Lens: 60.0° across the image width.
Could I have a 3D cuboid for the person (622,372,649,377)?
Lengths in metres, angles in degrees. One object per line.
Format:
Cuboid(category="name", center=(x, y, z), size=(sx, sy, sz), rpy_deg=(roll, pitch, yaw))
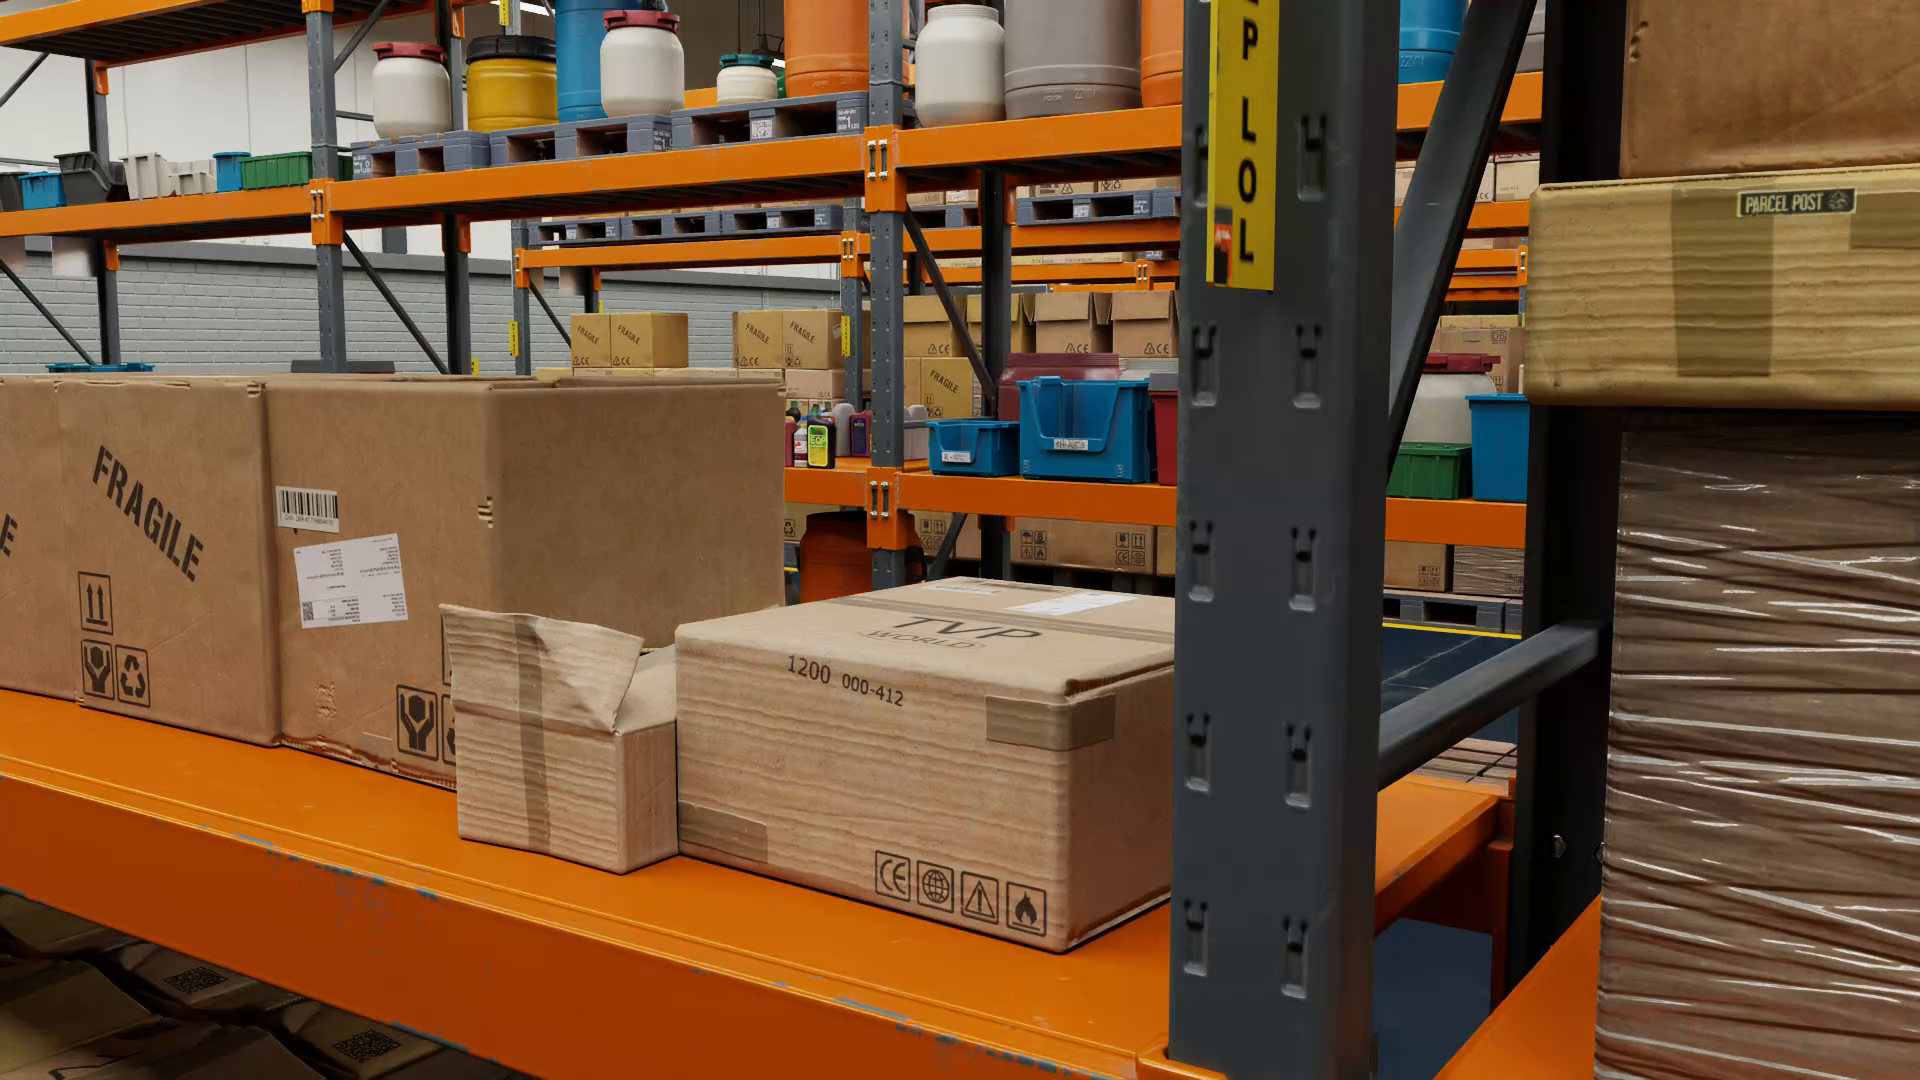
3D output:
Cuboid(category="person", center=(-2.431, -0.451, 12.742), size=(0.490, 1.670, 0.657), rpy_deg=(-5, 8, -40))
